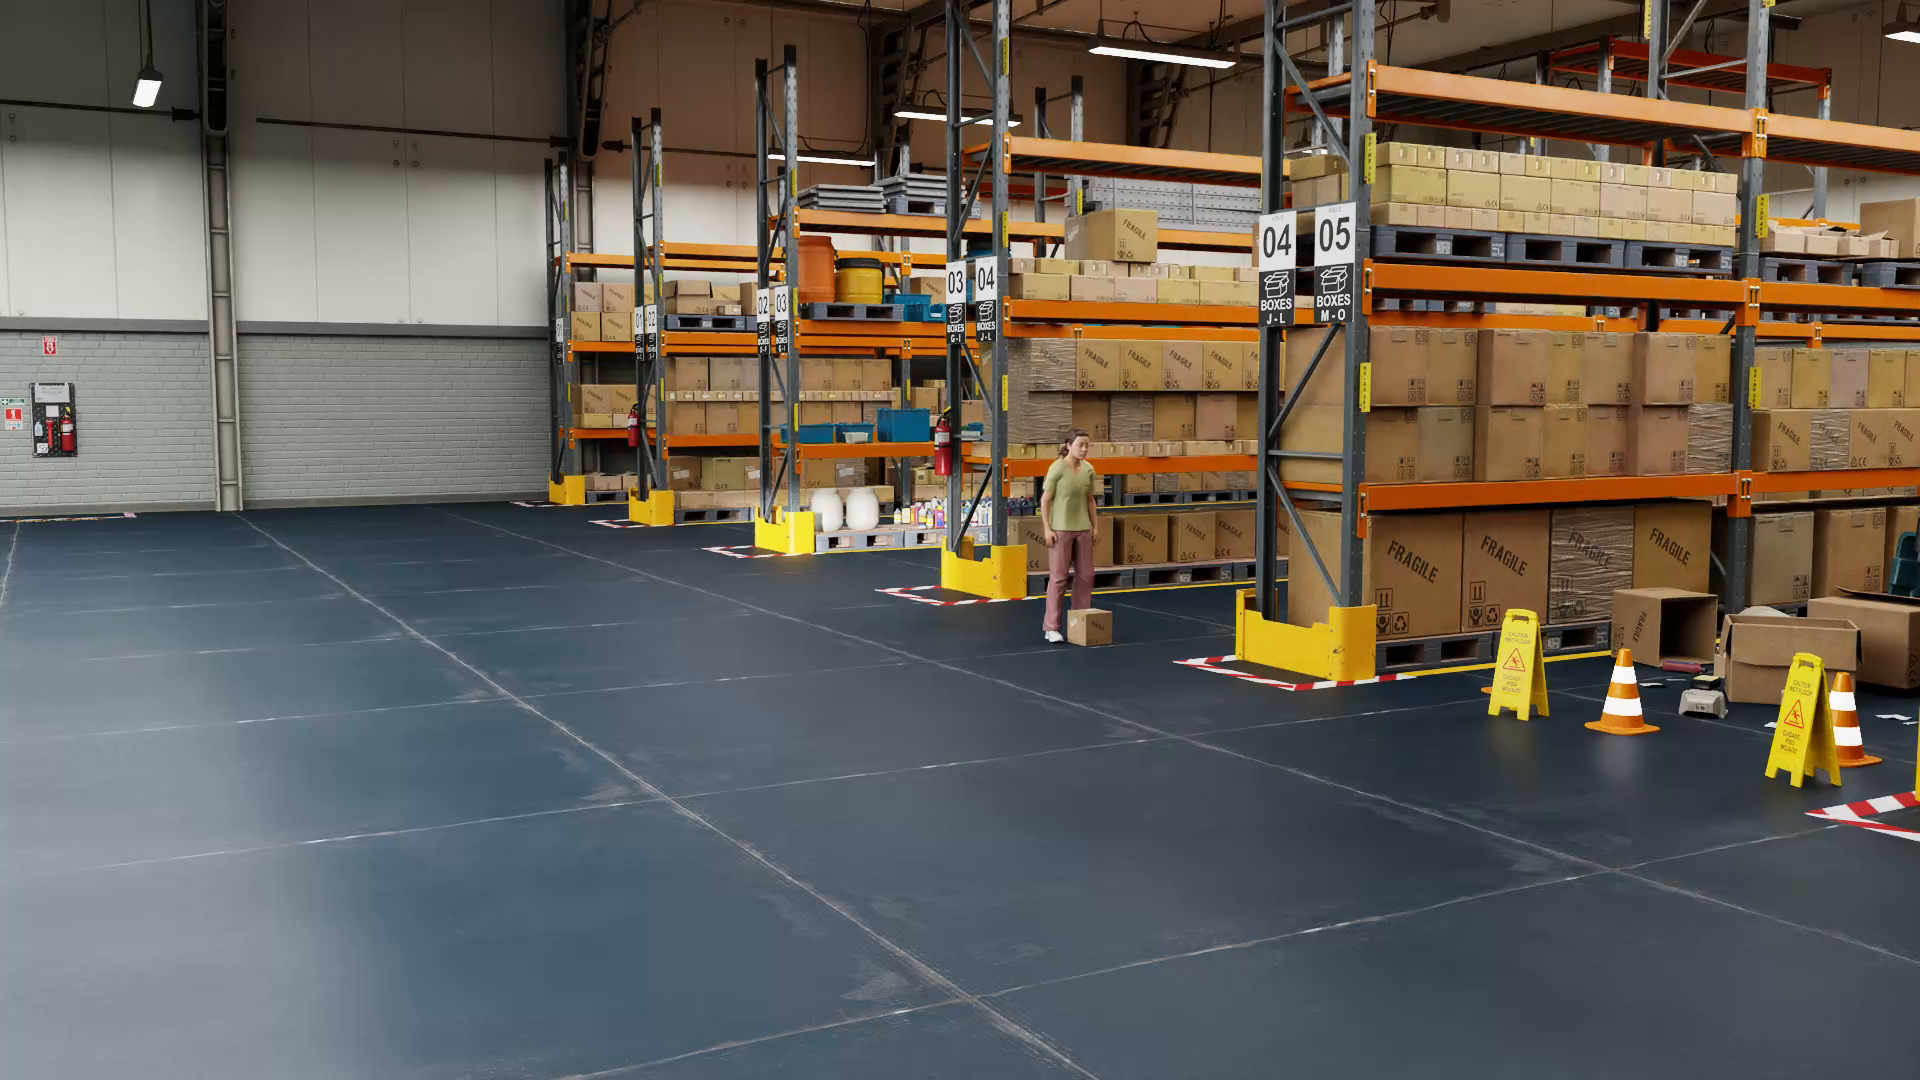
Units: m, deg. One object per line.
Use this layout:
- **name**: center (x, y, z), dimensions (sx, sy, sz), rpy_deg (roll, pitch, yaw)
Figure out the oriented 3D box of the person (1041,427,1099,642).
- **person**: center (0.878, 0.065, 13.057), dimensions (0.499, 1.438, 0.357), rpy_deg (-3, 6, -28)
